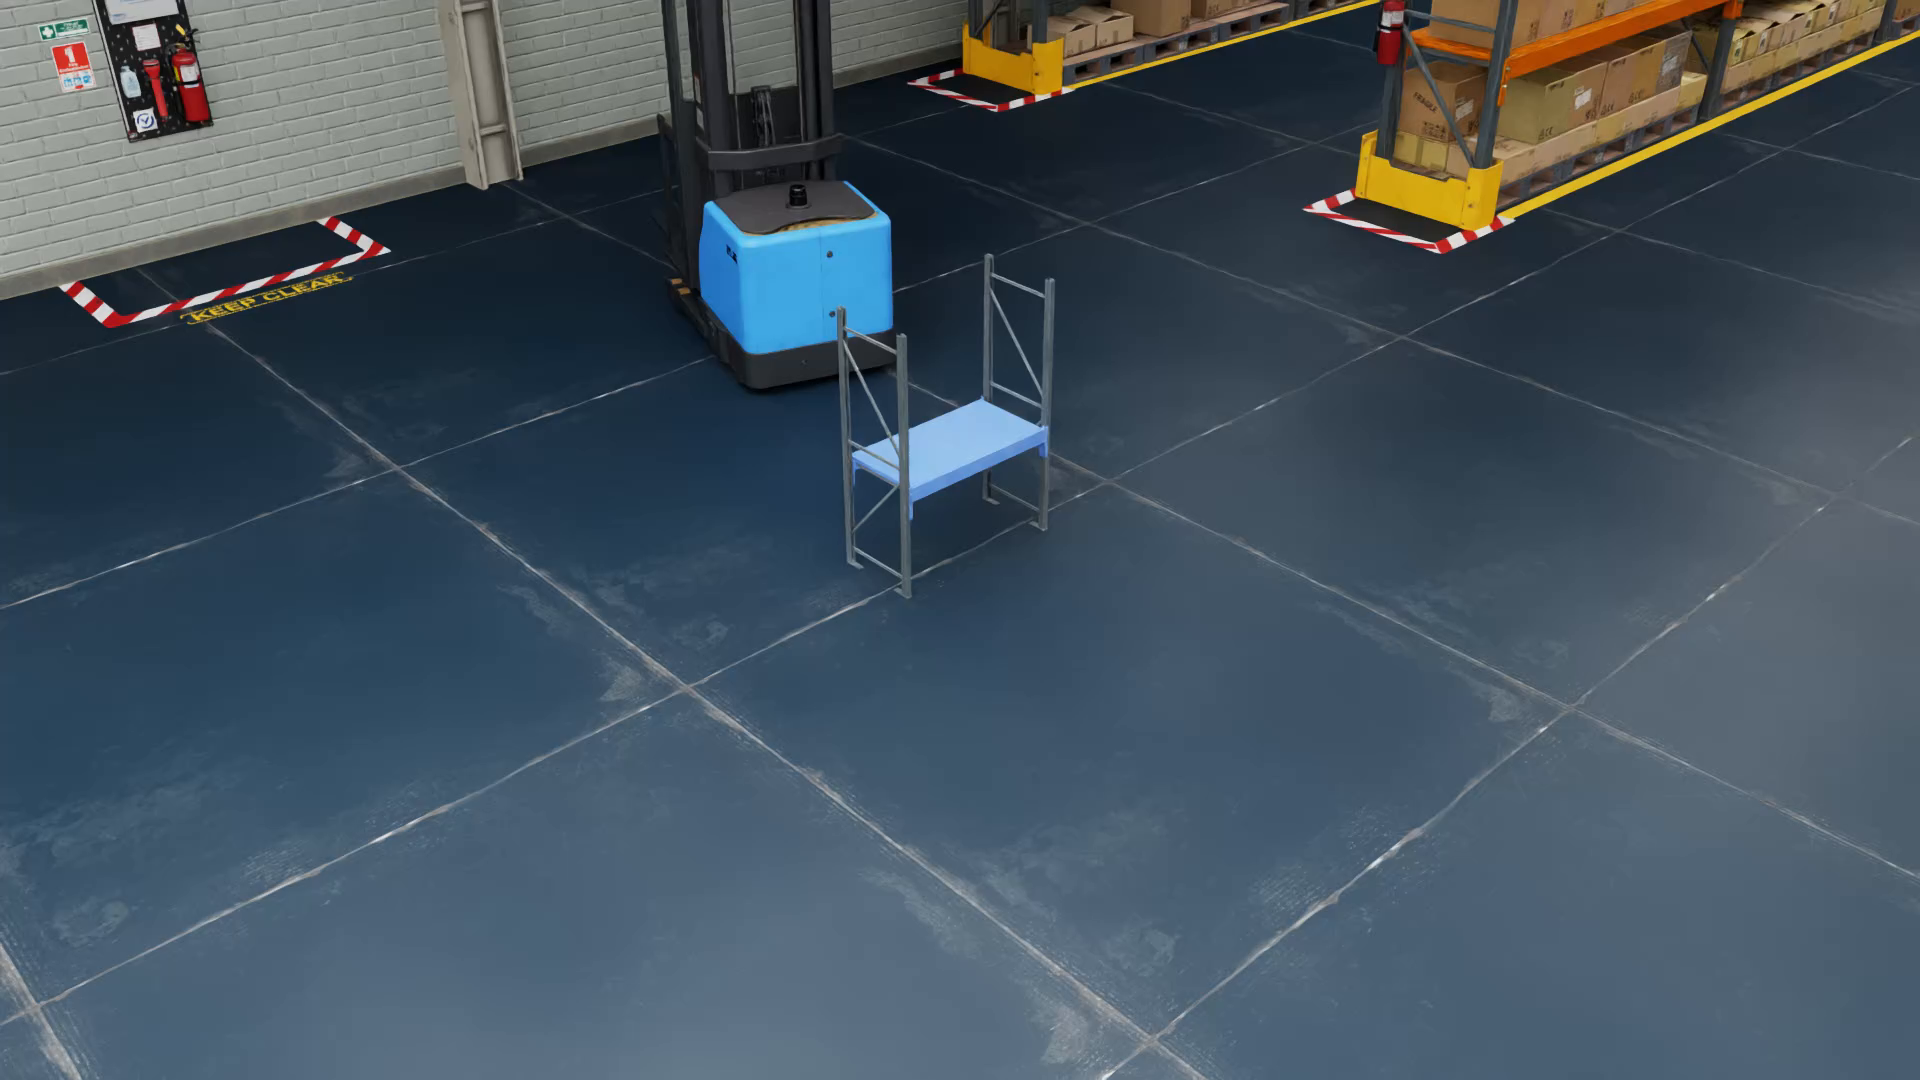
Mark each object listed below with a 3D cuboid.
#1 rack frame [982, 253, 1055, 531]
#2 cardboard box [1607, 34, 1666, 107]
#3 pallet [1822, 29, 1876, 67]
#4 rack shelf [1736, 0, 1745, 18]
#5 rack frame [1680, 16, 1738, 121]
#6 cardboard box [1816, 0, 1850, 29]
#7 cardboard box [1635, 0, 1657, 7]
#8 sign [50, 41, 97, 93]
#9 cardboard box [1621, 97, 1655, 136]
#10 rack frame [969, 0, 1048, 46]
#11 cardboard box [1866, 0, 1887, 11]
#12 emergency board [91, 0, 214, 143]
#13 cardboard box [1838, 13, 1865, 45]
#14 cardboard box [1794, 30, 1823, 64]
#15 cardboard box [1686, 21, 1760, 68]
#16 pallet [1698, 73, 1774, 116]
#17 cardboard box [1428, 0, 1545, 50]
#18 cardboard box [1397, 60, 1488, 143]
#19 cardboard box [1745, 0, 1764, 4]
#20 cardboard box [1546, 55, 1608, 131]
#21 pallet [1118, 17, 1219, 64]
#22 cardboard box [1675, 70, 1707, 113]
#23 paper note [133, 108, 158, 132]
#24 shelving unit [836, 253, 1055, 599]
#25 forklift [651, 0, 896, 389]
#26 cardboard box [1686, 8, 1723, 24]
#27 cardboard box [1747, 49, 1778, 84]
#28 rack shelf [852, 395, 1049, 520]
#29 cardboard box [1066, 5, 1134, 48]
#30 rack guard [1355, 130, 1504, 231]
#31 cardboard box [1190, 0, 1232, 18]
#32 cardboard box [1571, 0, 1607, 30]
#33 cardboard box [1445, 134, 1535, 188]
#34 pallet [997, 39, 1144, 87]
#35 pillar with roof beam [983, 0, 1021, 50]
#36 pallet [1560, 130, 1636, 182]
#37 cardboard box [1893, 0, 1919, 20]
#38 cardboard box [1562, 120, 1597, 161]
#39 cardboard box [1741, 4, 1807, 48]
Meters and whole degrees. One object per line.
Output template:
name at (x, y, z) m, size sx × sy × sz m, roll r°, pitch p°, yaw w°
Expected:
rack frame at (0.310, -0.790, 9.104) m, size 0.032 × 1.500 × 0.500 m, roll -26°, pitch 40°, yaw -35°
cardboard box at (5.842, -4.177, 14.720) m, size 0.500 × 0.500 × 0.500 m, roll -26°, pitch 40°, yaw -35°
pallet at (9.075, -5.403, 17.883) m, size 1.213 × 0.211 × 1.003 m, roll -26°, pitch 40°, yaw -35°
rack shelf at (8.239, -5.853, 16.637) m, size 4.000 × 0.370 × 1.077 m, roll -26°, pitch 40°, yaw -35°
rack frame at (6.772, -5.451, 15.289) m, size 0.127 × 3.000 × 1.000 m, roll -26°, pitch 40°, yaw -35°
cardboard box at (8.740, -5.470, 17.016) m, size 0.500 × 0.311 × 0.500 m, roll -26°, pitch 40°, yaw -36°
cardboard box at (5.698, -4.968, 14.403) m, size 0.500 × 0.500 × 0.700 m, roll -25°, pitch 39°, yaw -35°
sign at (-6.320, -3.373, 11.857) m, size 0.234 × 0.329 × 0.001 m, roll -26°, pitch 40°, yaw -35°
cardboard box at (5.851, -3.852, 14.908) m, size 0.500 × 0.250 × 0.500 m, roll -26°, pitch 40°, yaw -35°
rack frame at (0.468, -5.926, 16.065) m, size 0.127 × 3.000 × 1.000 m, roll -26°, pitch 40°, yaw -35°
cardboard box at (9.489, -5.835, 17.613) m, size 0.500 × 0.311 × 0.500 m, roll -25°, pitch 39°, yaw -34°
emergency board at (-5.845, -3.515, 12.122) m, size 0.643 × 1.169 × 0.194 m, roll -26°, pitch 40°, yaw -35°
cardboard box at (9.110, -5.412, 17.458) m, size 0.500 × 0.250 × 0.500 m, roll -26°, pitch 40°, yaw -36°
cardboard box at (8.364, -5.051, 16.868) m, size 0.500 × 0.250 × 0.500 m, roll -25°, pitch 39°, yaw -35°
cardboard box at (7.244, -4.747, 15.834) m, size 0.500 × 0.311 × 0.500 m, roll -26°, pitch 40°, yaw -35°
pallet at (7.286, -4.537, 16.468) m, size 1.213 × 0.211 × 1.003 m, roll -26°, pitch 40°, yaw -35°
cardboard box at (4.190, -4.235, 13.205) m, size 0.500 × 0.500 × 0.700 m, roll -26°, pitch 40°, yaw -35°
cardboard box at (4.030, -3.662, 13.878) m, size 0.500 × 0.500 × 0.500 m, roll -26°, pitch 40°, yaw -35°
cardboard box at (7.990, -5.489, 17.047) m, size 0.500 × 0.311 × 0.500 m, roll -26°, pitch 40°, yaw -36°
cardboard box at (5.107, -3.823, 14.142) m, size 0.500 × 0.500 × 0.500 m, roll -26°, pitch 40°, yaw -35°
pallet at (2.038, -5.468, 17.990) m, size 1.213 × 0.211 × 1.003 m, roll -26°, pitch 40°, yaw -35°
cardboard box at (6.581, -4.209, 15.491) m, size 0.500 × 0.250 × 0.500 m, roll -26°, pitch 40°, yaw -35°
paper note at (-6.021, -3.102, 12.293) m, size 0.142 × 0.148 × 0.016 m, roll -26°, pitch 40°, yaw -35°
shelving unit at (-0.063, -0.610, 8.809) m, size 1.048 × 1.500 × 0.538 m, roll -26°, pitch 40°, yaw -35°
forklift at (-1.490, -2.978, 11.310) m, size 1.130 × 2.935 × 3.031 m, roll -13°, pitch 34°, yaw -20°
cardboard box at (7.251, -5.136, 16.470) m, size 0.500 × 0.311 × 0.500 m, roll -25°, pitch 39°, yaw -34°
cardboard box at (7.612, -4.686, 16.271) m, size 0.500 × 0.250 × 0.500 m, roll -25°, pitch 39°, yaw -34°
rack shelf at (-0.063, -0.456, 8.903) m, size 1.000 × 0.185 × 0.538 m, roll -26°, pitch 40°, yaw -35°
cardboard box at (1.455, -5.379, 17.328) m, size 0.500 × 0.311 × 0.500 m, roll -22°, pitch 38°, yaw -32°
rack guard at (3.821, -2.957, 13.607) m, size 0.348 × 0.500 × 1.175 m, roll -26°, pitch 40°, yaw -35°
cardboard box at (2.667, -6.082, 18.296) m, size 0.500 × 0.500 × 0.500 m, roll 26°, pitch 40°, yaw 35°
cardboard box at (4.940, -4.597, 13.797) m, size 0.500 × 0.500 × 0.700 m, roll -26°, pitch 40°, yaw -35°
cardboard box at (4.383, -3.143, 13.748) m, size 0.500 × 0.250 × 0.500 m, roll -26°, pitch 40°, yaw -35°
pallet at (1.144, -5.038, 17.286) m, size 1.213 × 0.211 × 1.003 m, roll -26°, pitch 40°, yaw -35°
pillar with roof beam at (3.320, -7.417, 12.754) m, size 0.400 × 9.000 × 9.100 m, roll -26°, pitch 40°, yaw -35°
pallet at (5.266, -3.560, 14.870) m, size 1.213 × 0.211 × 1.003 m, roll -26°, pitch 40°, yaw -35°
cardboard box at (10.233, -6.043, 18.232) m, size 0.500 × 0.500 × 0.500 m, roll -24°, pitch 39°, yaw -34°
cardboard box at (5.114, -3.499, 14.330) m, size 0.500 × 0.250 × 0.500 m, roll -26°, pitch 40°, yaw -35°
cardboard box at (7.994, -5.107, 16.422) m, size 0.500 × 0.311 × 0.500 m, roll -27°, pitch 41°, yaw -37°
